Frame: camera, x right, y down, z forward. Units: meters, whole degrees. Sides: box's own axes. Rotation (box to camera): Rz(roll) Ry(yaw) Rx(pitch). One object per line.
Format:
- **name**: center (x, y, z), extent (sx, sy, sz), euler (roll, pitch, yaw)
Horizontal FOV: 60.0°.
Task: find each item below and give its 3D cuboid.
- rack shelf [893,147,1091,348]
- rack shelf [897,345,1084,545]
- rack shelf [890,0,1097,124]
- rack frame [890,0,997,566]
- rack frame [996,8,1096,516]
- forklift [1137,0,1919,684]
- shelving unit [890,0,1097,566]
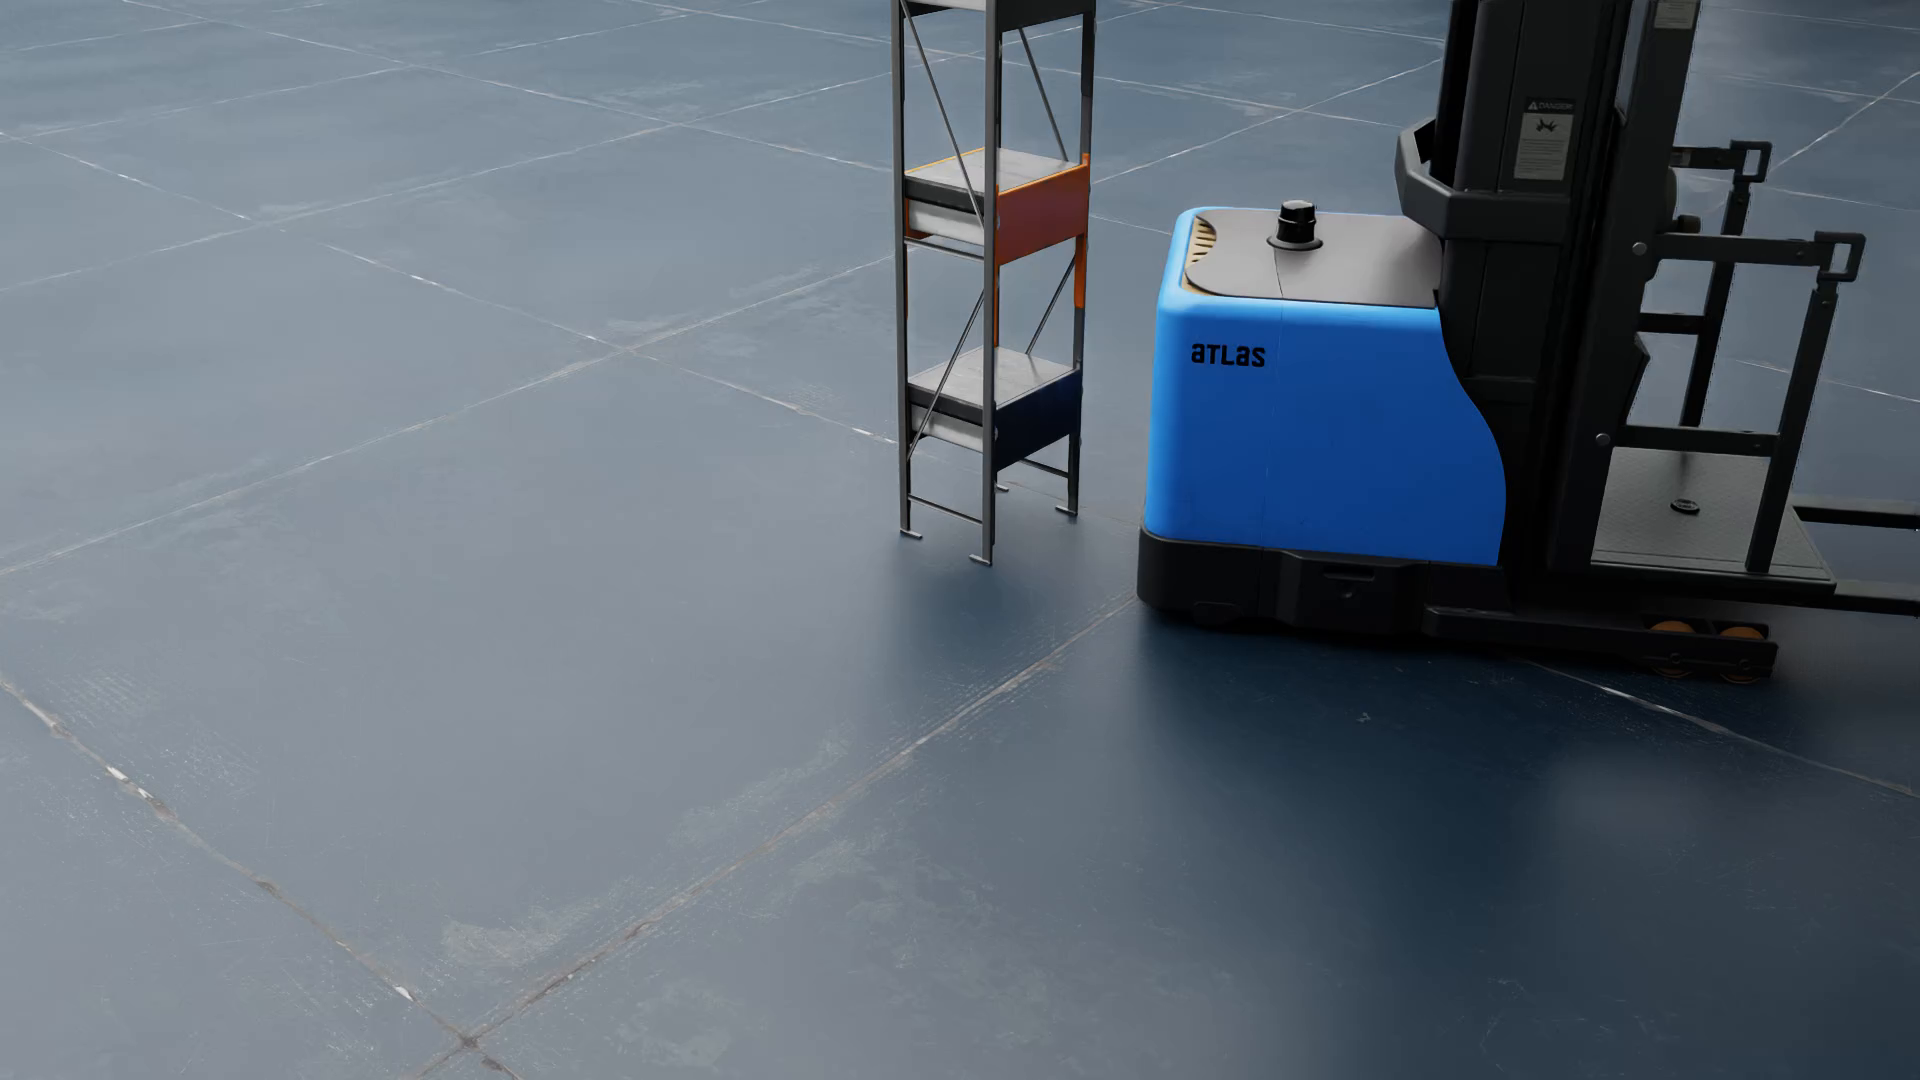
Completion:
- **rack shelf**: center (0.105, -0.979, 5.387), extent (0.431, 0.518, 0.480), euler (21, 34, 34)
- **rack shelf**: center (0.105, -0.357, 5.709), extent (0.431, 0.518, 0.480), euler (21, 34, 34)
- **rack shelf**: center (0.105, -1.601, 5.066), extent (0.431, 0.518, 0.480), euler (21, 34, 34)
- **rack frame**: center (-0.050, -0.905, 5.214), extent (0.400, 2.100, 0.015), euler (21, 34, 34)
- **rack frame**: center (0.261, -1.078, 5.548), extent (0.400, 2.100, 0.015), euler (21, 34, 34)
- **forklift**: center (2.127, -1.141, 4.765), extent (3.031, 2.935, 1.130), euler (5, 28, 9)
- **shelving unit**: center (0.105, -0.991, 5.381), extent (0.431, 2.100, 0.503), euler (21, 34, 34)
